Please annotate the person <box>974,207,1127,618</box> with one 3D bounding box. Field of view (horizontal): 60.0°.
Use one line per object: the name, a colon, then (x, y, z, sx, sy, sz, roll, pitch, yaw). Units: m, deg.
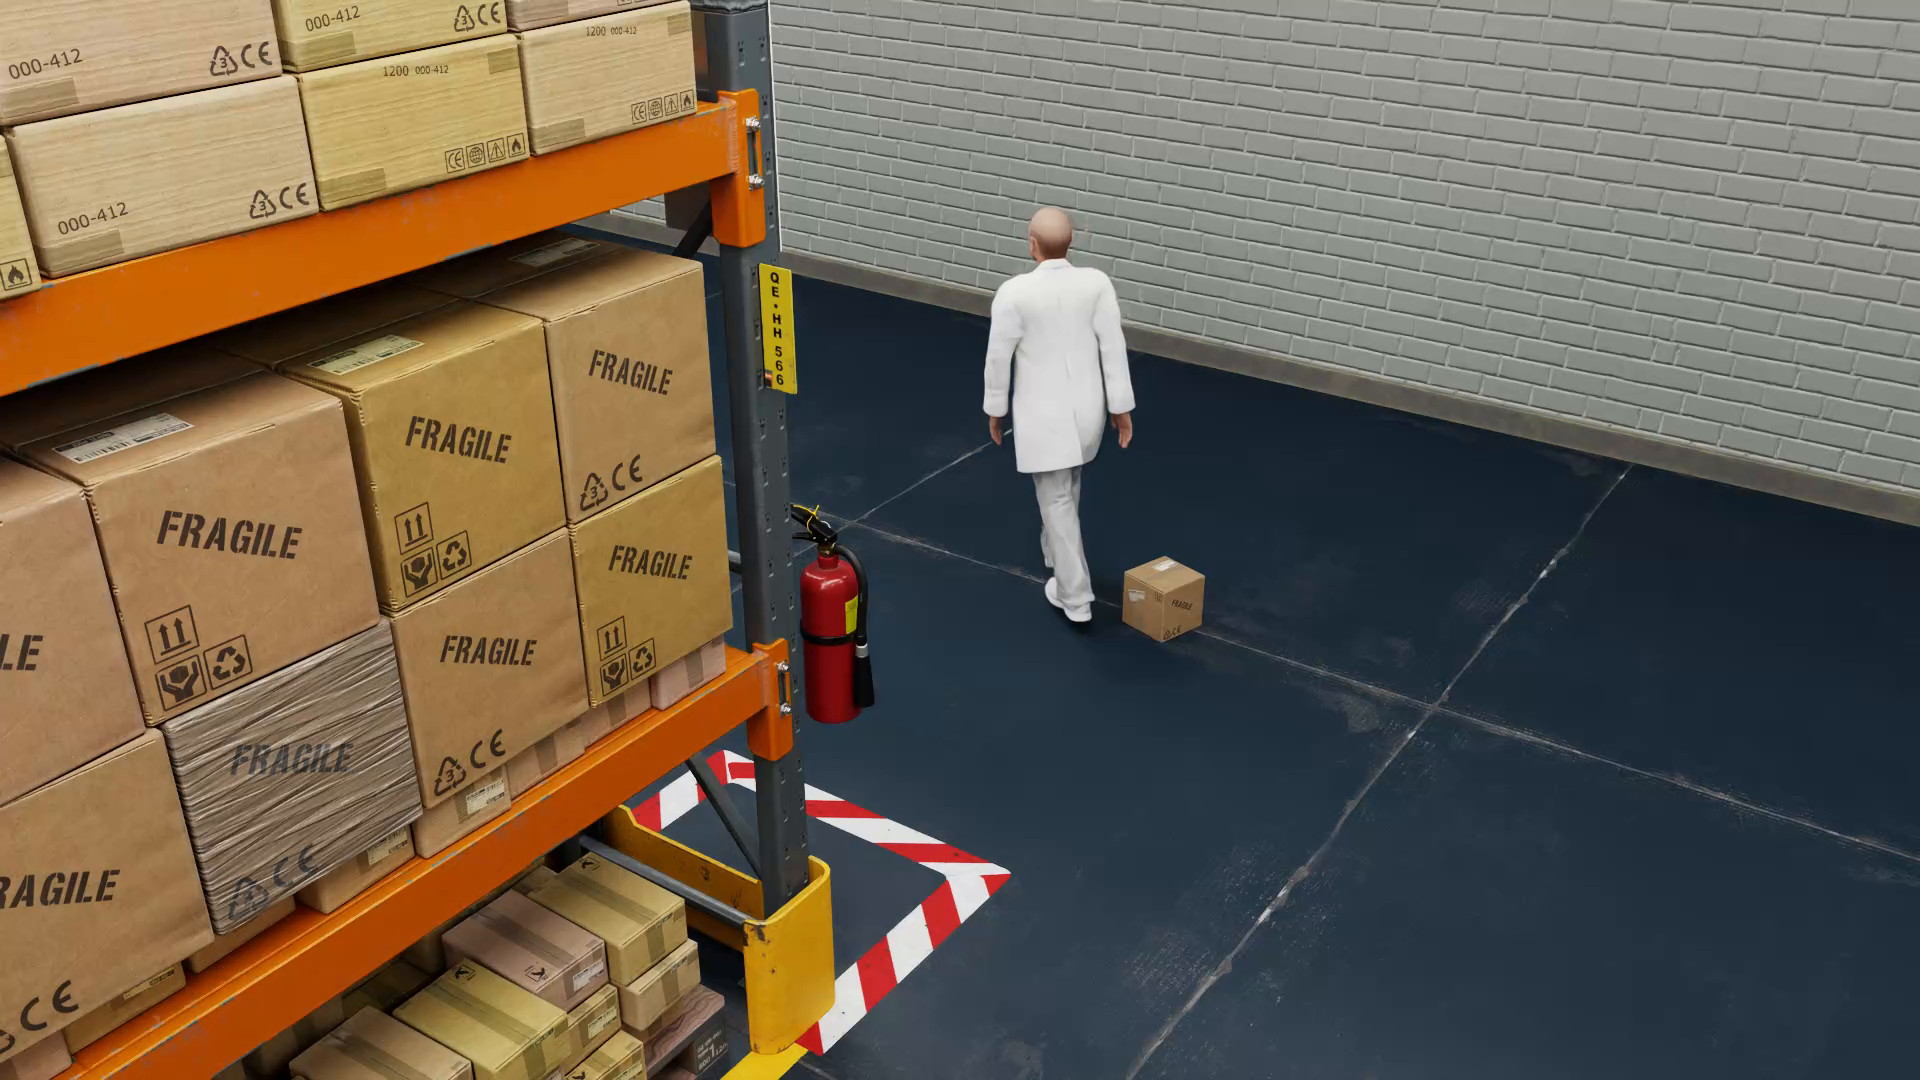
person: (0.364, -0.619, 7.346, 0.609, 1.719, 1.057, -10, 28, -19)
